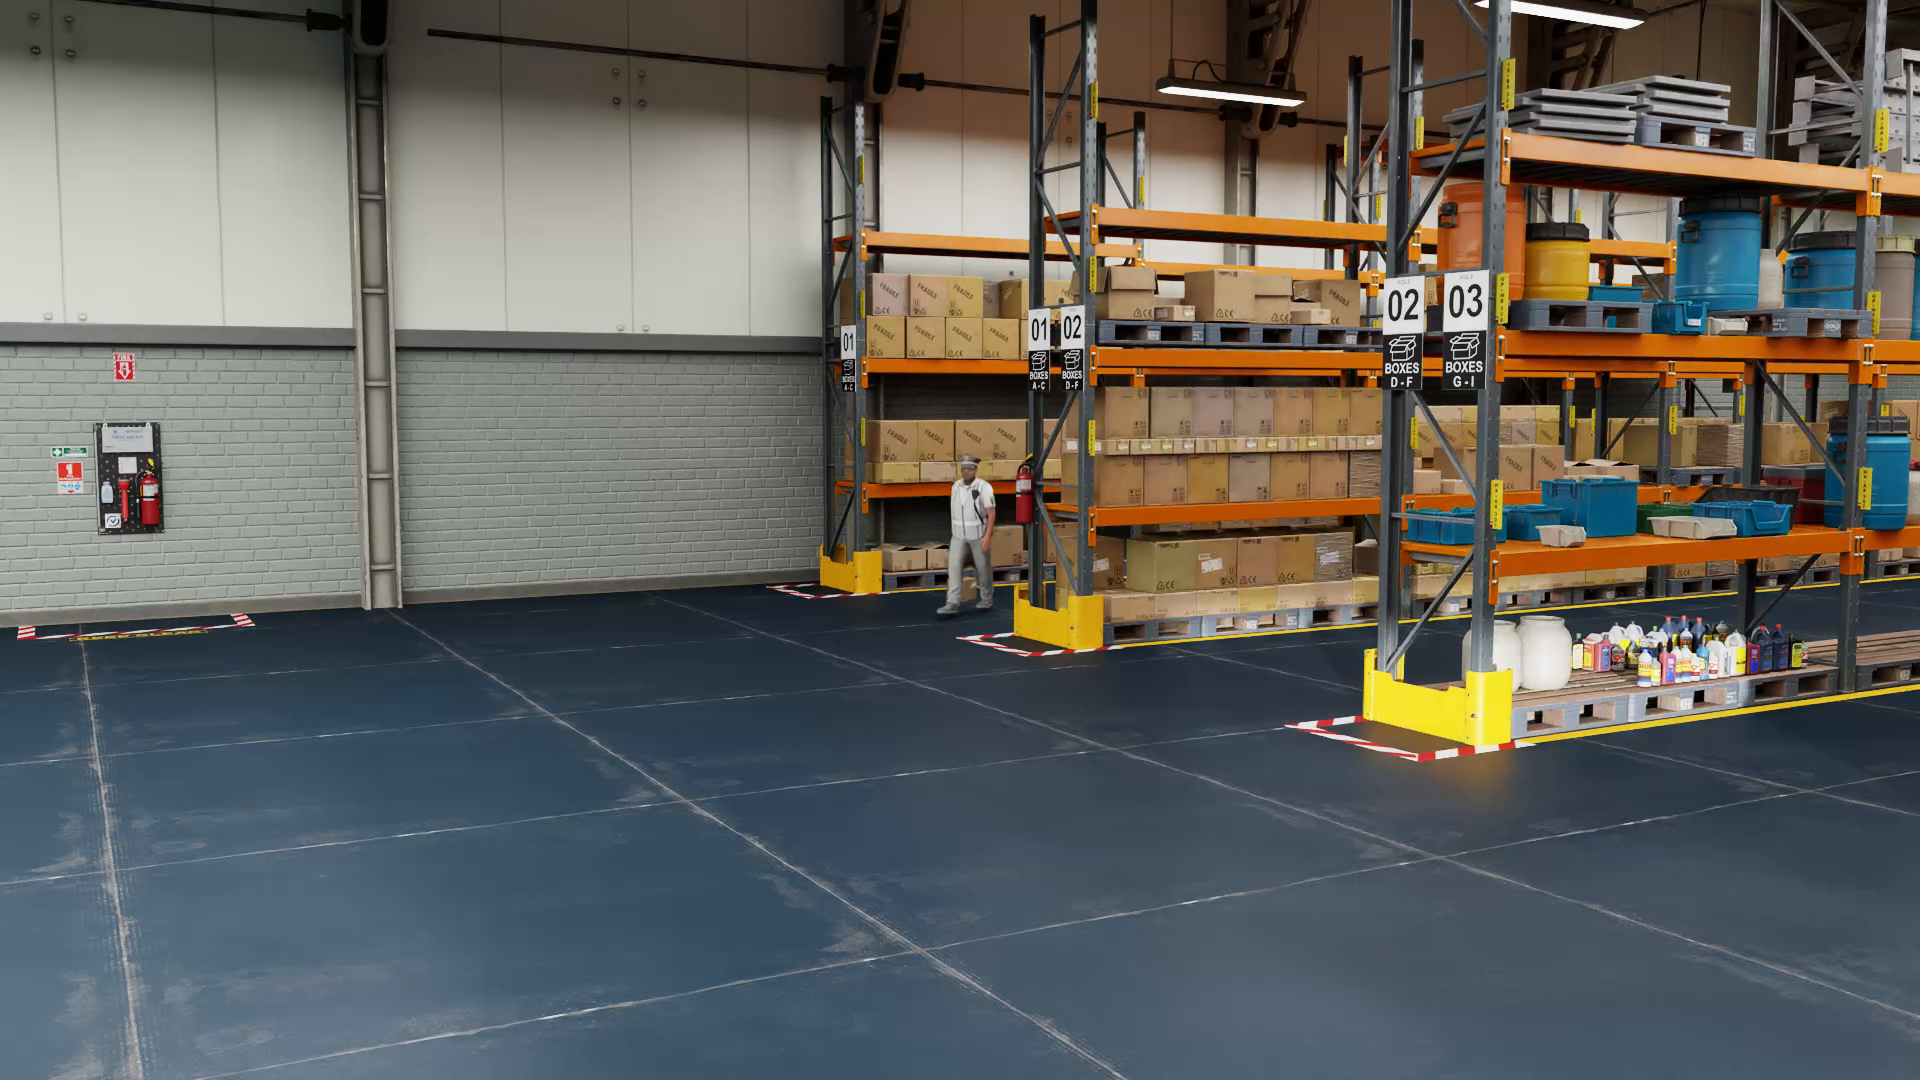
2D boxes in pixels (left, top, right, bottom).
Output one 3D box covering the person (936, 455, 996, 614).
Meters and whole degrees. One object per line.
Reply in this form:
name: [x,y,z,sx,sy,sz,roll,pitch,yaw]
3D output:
person: [0.111,-0.068,17.864,0.570,1.689,1.037,2,5,21]
